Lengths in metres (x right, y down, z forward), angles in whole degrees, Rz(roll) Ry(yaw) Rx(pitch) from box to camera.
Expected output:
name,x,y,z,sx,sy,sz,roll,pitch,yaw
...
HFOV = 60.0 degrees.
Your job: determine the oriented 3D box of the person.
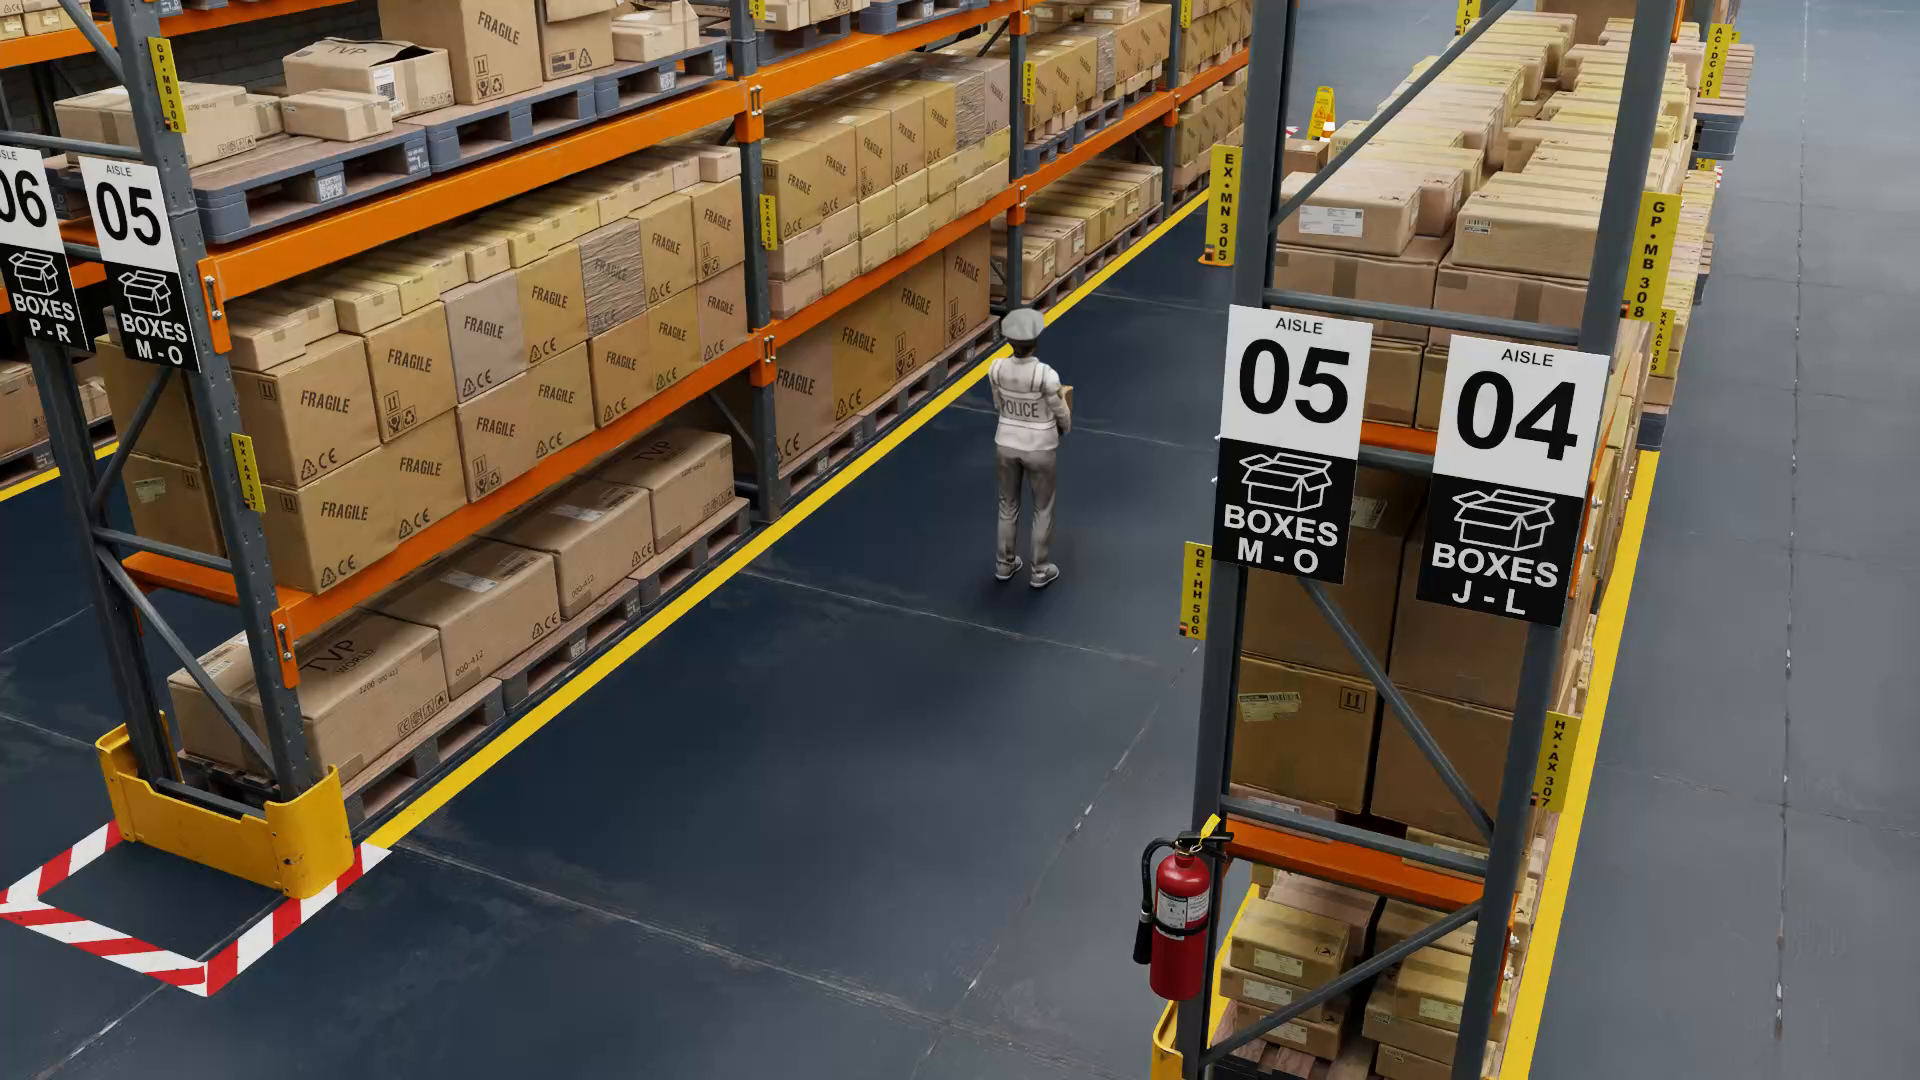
name,x,y,z,sx,sy,sz,roll,pitch,yaw
person,0.421,-0.559,9.721,0.457,1.690,0.539,12,29,22
